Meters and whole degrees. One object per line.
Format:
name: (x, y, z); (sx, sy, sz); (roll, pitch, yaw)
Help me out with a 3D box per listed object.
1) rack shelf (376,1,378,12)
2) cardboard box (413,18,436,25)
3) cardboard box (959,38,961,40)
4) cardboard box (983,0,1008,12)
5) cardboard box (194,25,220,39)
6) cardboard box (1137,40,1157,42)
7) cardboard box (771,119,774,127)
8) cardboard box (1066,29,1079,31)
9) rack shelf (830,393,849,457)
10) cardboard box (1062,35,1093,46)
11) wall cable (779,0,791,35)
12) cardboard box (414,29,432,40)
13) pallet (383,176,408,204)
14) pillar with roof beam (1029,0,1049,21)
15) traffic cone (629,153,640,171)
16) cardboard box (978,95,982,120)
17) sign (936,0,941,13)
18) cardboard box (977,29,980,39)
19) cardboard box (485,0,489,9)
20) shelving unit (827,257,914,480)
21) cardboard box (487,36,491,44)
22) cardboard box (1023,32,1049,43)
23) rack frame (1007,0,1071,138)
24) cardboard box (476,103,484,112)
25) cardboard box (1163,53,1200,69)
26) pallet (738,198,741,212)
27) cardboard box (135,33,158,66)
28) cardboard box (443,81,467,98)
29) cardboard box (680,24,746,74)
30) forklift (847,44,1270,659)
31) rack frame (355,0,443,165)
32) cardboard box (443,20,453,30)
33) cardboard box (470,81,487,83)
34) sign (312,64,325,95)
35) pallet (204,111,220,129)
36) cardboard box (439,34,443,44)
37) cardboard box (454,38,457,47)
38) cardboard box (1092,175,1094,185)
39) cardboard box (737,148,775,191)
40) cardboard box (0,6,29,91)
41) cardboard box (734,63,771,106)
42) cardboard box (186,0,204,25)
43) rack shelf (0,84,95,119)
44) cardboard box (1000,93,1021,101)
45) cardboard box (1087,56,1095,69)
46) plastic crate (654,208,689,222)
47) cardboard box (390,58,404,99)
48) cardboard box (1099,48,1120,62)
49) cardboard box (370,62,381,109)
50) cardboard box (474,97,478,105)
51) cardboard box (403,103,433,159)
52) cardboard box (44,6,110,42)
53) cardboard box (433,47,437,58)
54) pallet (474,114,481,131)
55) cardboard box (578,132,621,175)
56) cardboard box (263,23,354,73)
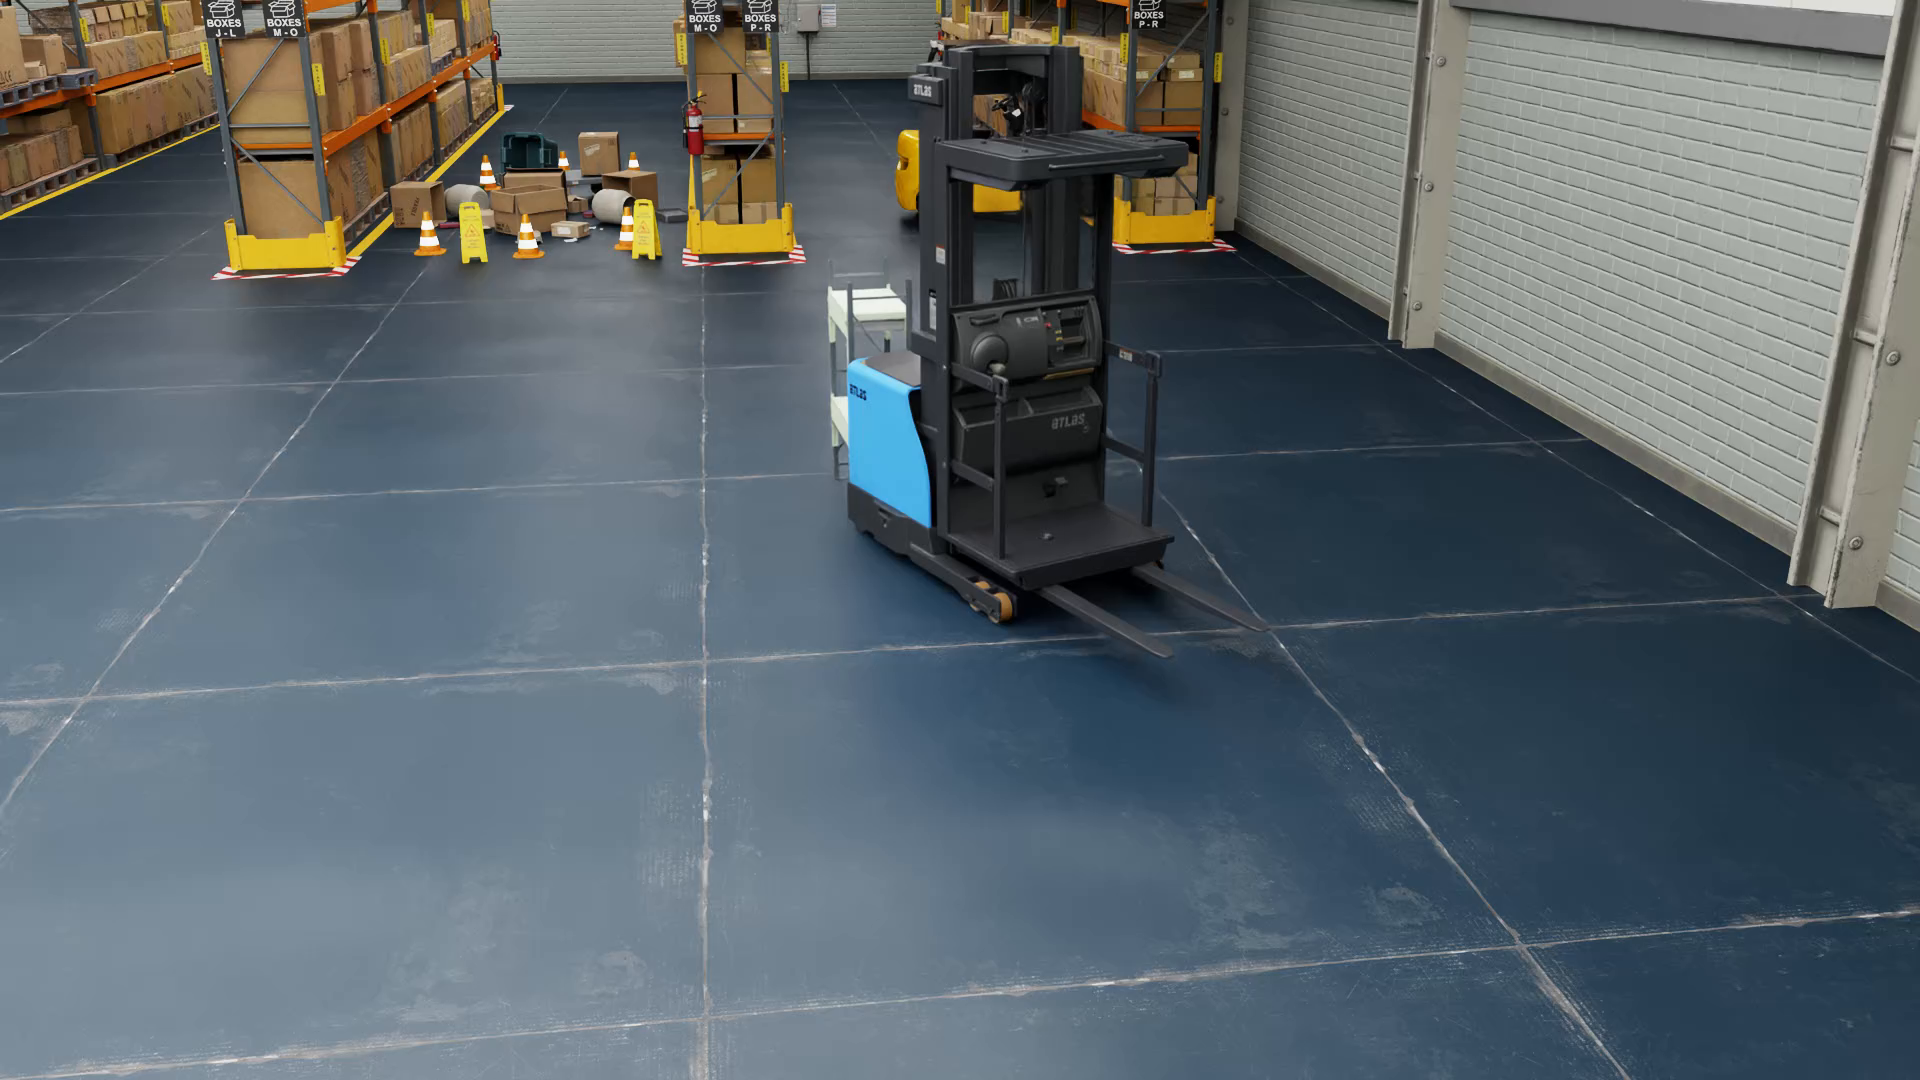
rack shelf: (-8.246, -7.580, 22.966); (1.077, 0.370, 4.000); (-3, 21, -8)
cardboard box: (-9.461, -8.929, 29.267); (0.500, 0.500, 0.500); (-3, 21, -8)
cardboard box: (0.192, -9.463, 31.624); (0.380, 0.149, 0.250); (-3, 21, -9)
cardboard box: (0.732, -10.075, 31.622); (0.500, 0.500, 0.500); (-3, 21, -9)
cardboard box: (-14.206, -9.498, 31.149); (0.500, 0.250, 0.500); (-3, 21, -9)
cardboard box: (2.344, -6.396, 21.560); (0.380, 0.149, 0.250); (-3, 21, -9)
cardboard box: (-2.350, -4.912, 19.441); (0.380, 0.149, 0.250); (-4, 21, -9)
cardboard box: (1.656, -7.904, 26.022); (0.380, 0.149, 0.250); (-2, 21, -6)
rack shelf: (-0.579, -0.702, 10.885); (0.431, 0.370, 0.720); (-5, 21, -12)
cardboard box: (1.589, -6.721, 22.428); (0.380, 0.149, 0.250); (-2, 21, -7)
wall cable: (-4.238, -12.762, 38.645); (0.588, 1.984, 0.122); (-3, 21, -8)
cardboard box: (-8.482, -7.910, 26.016); (0.380, 0.149, 0.250); (-3, 21, -8)
pallet: (-8.144, -4.777, 22.704); (1.003, 0.211, 1.213); (-3, 21, -8)
pillar with roof beam: (-2.785, -12.006, 29.499); (9.100, 9.000, 0.400); (-3, 21, -8)
traffic cone: (-4.639, -5.275, 23.677); (0.336, 0.463, 0.334); (-3, 21, -8)
cardboard box: (0.617, -7.789, 29.755); (0.500, 0.500, 0.500); (-3, 21, -8)
sign: (-0.430, -10.889, 33.846); (0.100, 0.325, 0.005); (-3, 21, -8)
cardboard box: (0.504, -8.759, 28.973); (0.396, 0.266, 0.258); (-2, 21, -5)
cardboard box: (-9.376, -10.483, 32.000); (0.500, 0.500, 0.500); (-3, 21, -9)
shelving unit: (-0.579, -1.008, 10.770); (0.431, 1.500, 0.755); (-5, 21, -12)
cardboard box: (-9.361, -9.758, 32.415); (0.380, 0.149, 0.250); (-3, 21, -8)
cardboard box: (1.167, -7.696, 25.466); (0.380, 0.149, 0.250); (-3, 21, -7)
rack frame: (1.260, -7.741, 26.655); (1.000, 3.000, 0.127); (-3, 21, -8)
cardboard box: (-9.073, -8.040, 30.930); (0.380, 0.149, 0.250); (-3, 21, -9)
cardboard box: (2.577, -5.588, 19.396); (0.380, 0.149, 0.250); (-3, 21, -9)
pallet: (-2.763, -4.144, 21.010); (1.003, 0.211, 1.213); (-3, 21, -8)
cardboard box: (-13.632, -8.101, 27.477); (0.500, 0.500, 0.500); (-2, 21, -6)
cardboard box: (-8.754, -7.721, 28.503); (0.500, 0.250, 0.500); (-3, 21, -9)
cardboard box: (-2.787, -5.540, 18.764); (0.700, 0.500, 0.500); (-3, 21, -9)
forklift: (0.494, -1.107, 8.992); (1.130, 2.935, 3.031); (-12, 24, -29)
rack frame: (-8.535, -7.205, 25.219); (1.000, 3.000, 0.127); (-3, 21, -8)
cardboard box: (-8.821, -8.725, 28.198); (0.380, 0.149, 0.250); (-4, 21, -9)
cardboard box: (-9.244, -8.678, 31.787); (0.380, 0.149, 0.250); (-4, 21, -10)
sign: (-6.831, -4.903, 17.707); (0.100, 0.325, 0.005); (-3, 21, -8)
pallet: (-14.245, -7.759, 30.687); (1.003, 0.211, 1.213); (-3, 21, -8)
cardboard box: (-8.636, -8.140, 27.056); (0.380, 0.149, 0.250); (-2, 21, -6)
cardboard box: (-8.858, -8.541, 28.556); (0.380, 0.149, 0.250); (-3, 21, -9)
cardboard box: (1.877, -4.619, 20.910); (0.500, 0.250, 0.500); (-3, 21, -9)
cardboard box: (-2.424, -4.462, 20.132); (0.500, 0.500, 0.500); (-4, 21, -10)
cardboard box: (-12.857, -6.364, 21.512); (1.000, 1.000, 1.000); (-3, 21, -7)
cardboard box: (-2.444, -5.439, 19.924); (0.500, 0.500, 0.500); (-3, 21, -9)
cardboard box: (-14.280, -10.024, 31.486); (0.500, 0.500, 0.500); (-3, 21, -7)
rack shelf: (-13.169, -5.960, 22.915); (1.077, 0.370, 4.000); (-3, 21, -8)
cardboard box: (0.868, -7.322, 27.578); (0.380, 0.149, 0.250); (-4, 21, -11)
cardboard box: (1.826, -6.047, 21.049); (0.380, 0.149, 0.250); (-3, 21, -9)
plastic crate: (-3.660, -4.152, 21.218); (0.402, 0.080, 0.583); (-11, 23, -26)
cardboard box: (-7.841, -6.237, 22.485); (0.500, 0.500, 0.500); (-3, 21, -7)
cardboard box: (1.913, -5.922, 20.290); (0.380, 0.149, 0.250); (-2, 21, -6)
cardboard box: (-7.893, -5.763, 21.144); (0.875, 0.550, 0.550); (-3, 21, -8)
cardboard box: (-9.095, -8.087, 30.632); (0.380, 0.149, 0.250); (-2, 21, -5)
cardboard box: (-8.536, -6.132, 24.962); (1.050, 0.750, 0.750); (-3, 21, -8)
cardboard box: (-13.638, -7.986, 25.734); (0.797, 0.503, 0.637); (-2, 21, -6)
cardboard box: (-8.518, -7.728, 26.380); (0.380, 0.149, 0.250); (-2, 21, -5)
pallet: (-9.243, -7.514, 30.032); (1.003, 0.211, 1.213); (-3, 21, -8)
cardboard box: (-4.831, -5.188, 22.310); (0.500, 0.500, 0.500); (-3, 21, -8)
cardboard box: (-7.803, -5.888, 19.936); (0.875, 0.550, 0.550); (-3, 21, -8)
